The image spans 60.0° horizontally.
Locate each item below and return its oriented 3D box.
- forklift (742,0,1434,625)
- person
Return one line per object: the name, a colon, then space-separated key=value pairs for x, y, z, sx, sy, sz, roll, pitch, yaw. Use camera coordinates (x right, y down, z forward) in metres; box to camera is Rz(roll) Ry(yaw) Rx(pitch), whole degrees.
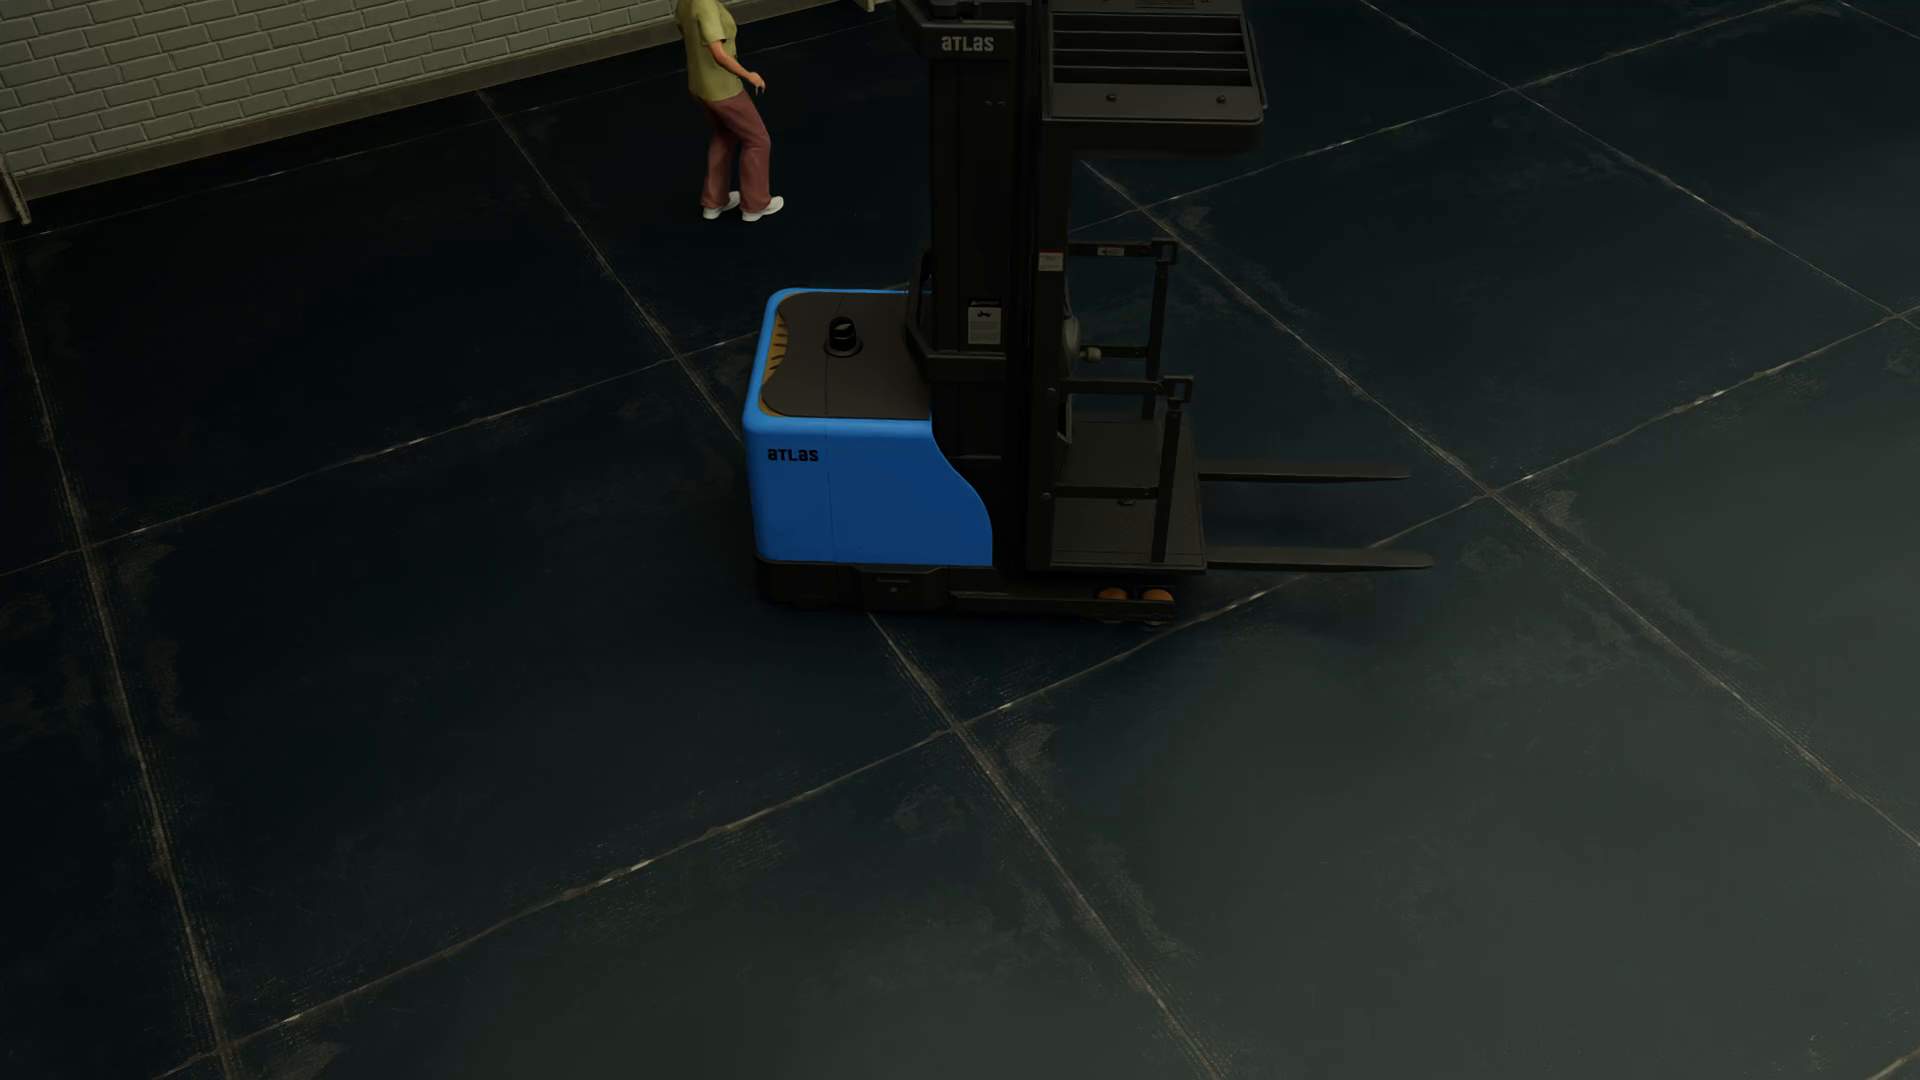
forklift: x=0.613 y=-1.065 z=6.847 sx=3.031 sy=2.935 sz=1.130 roll=1 pitch=43 yaw=2
person: x=-1.331 y=-2.596 z=9.458 sx=0.474 sy=1.637 sz=0.654 roll=-27 pitch=49 yaw=-26
